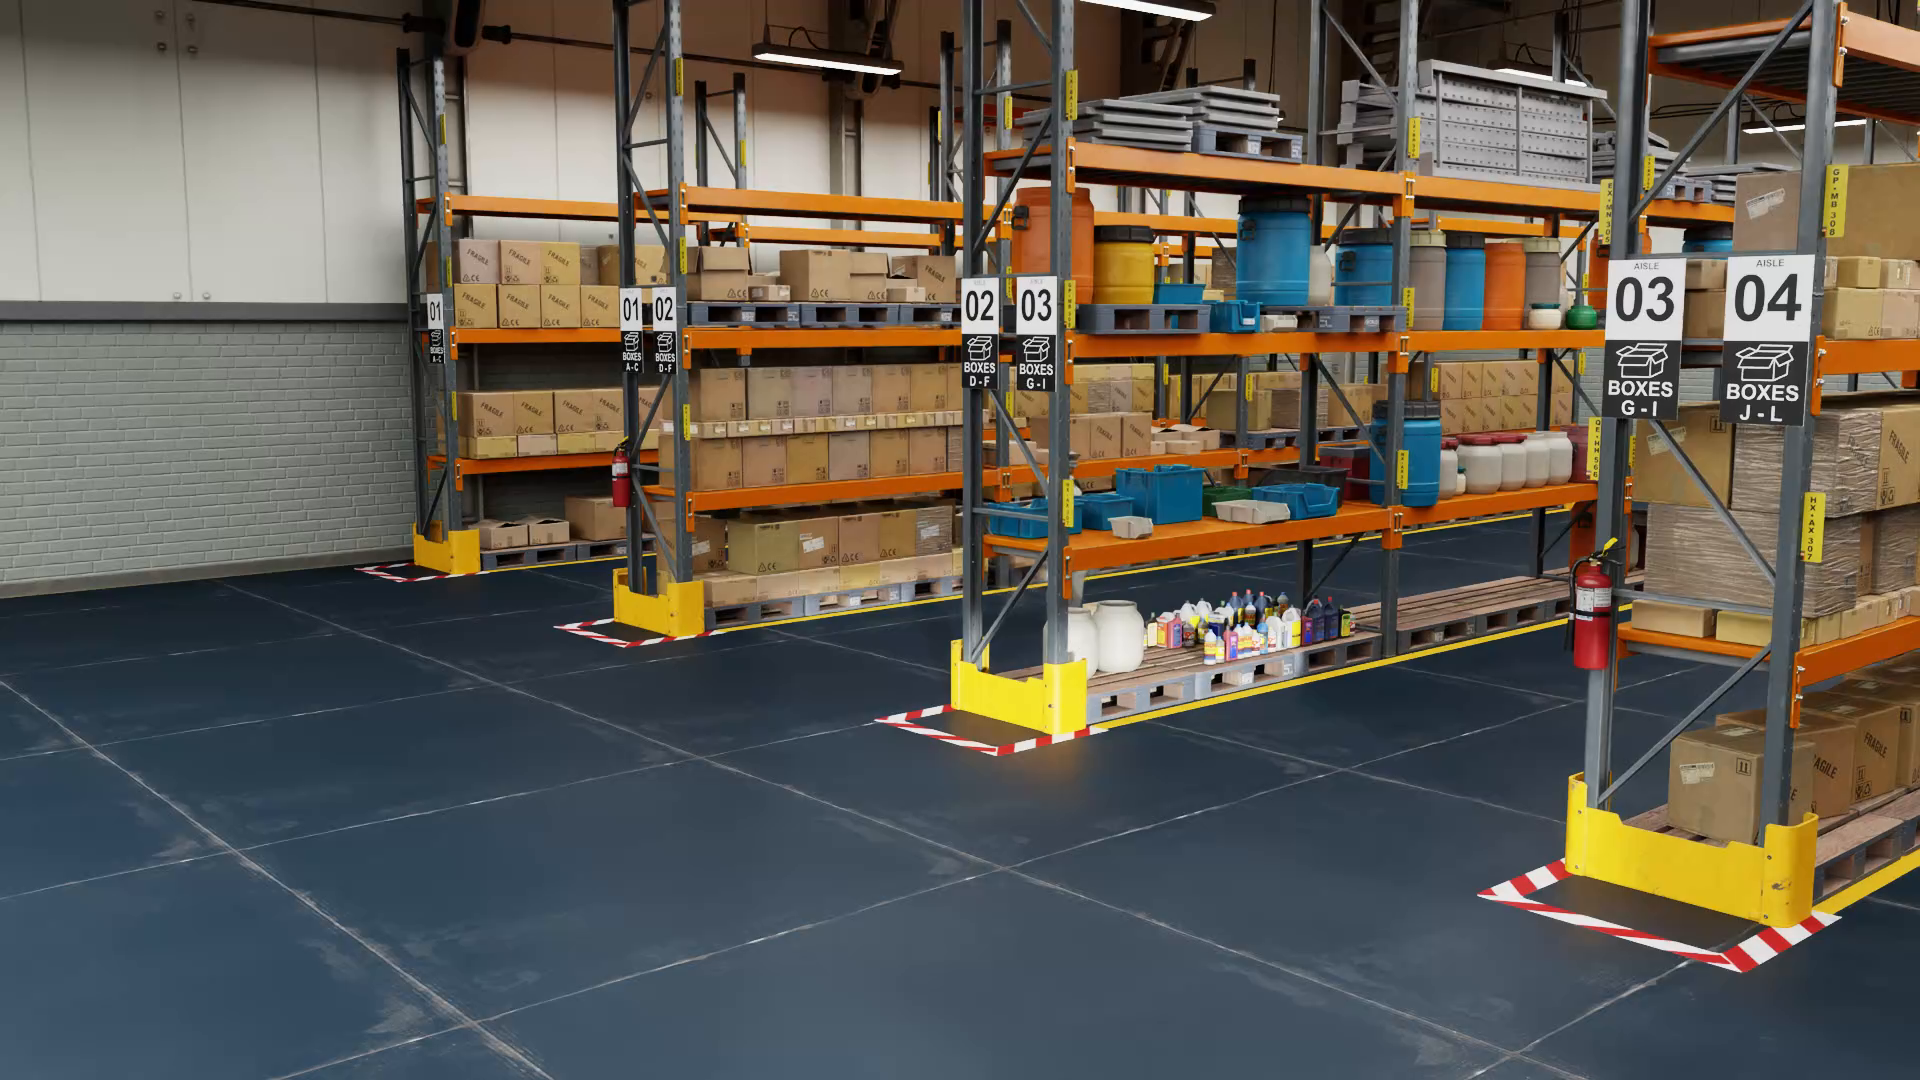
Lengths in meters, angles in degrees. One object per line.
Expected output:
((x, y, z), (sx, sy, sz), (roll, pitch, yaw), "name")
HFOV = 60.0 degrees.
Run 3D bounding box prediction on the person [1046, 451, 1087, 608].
((1.066, -0.001, 15.917), (0.441, 1.730, 0.527), (5, 9, 35), "person")
